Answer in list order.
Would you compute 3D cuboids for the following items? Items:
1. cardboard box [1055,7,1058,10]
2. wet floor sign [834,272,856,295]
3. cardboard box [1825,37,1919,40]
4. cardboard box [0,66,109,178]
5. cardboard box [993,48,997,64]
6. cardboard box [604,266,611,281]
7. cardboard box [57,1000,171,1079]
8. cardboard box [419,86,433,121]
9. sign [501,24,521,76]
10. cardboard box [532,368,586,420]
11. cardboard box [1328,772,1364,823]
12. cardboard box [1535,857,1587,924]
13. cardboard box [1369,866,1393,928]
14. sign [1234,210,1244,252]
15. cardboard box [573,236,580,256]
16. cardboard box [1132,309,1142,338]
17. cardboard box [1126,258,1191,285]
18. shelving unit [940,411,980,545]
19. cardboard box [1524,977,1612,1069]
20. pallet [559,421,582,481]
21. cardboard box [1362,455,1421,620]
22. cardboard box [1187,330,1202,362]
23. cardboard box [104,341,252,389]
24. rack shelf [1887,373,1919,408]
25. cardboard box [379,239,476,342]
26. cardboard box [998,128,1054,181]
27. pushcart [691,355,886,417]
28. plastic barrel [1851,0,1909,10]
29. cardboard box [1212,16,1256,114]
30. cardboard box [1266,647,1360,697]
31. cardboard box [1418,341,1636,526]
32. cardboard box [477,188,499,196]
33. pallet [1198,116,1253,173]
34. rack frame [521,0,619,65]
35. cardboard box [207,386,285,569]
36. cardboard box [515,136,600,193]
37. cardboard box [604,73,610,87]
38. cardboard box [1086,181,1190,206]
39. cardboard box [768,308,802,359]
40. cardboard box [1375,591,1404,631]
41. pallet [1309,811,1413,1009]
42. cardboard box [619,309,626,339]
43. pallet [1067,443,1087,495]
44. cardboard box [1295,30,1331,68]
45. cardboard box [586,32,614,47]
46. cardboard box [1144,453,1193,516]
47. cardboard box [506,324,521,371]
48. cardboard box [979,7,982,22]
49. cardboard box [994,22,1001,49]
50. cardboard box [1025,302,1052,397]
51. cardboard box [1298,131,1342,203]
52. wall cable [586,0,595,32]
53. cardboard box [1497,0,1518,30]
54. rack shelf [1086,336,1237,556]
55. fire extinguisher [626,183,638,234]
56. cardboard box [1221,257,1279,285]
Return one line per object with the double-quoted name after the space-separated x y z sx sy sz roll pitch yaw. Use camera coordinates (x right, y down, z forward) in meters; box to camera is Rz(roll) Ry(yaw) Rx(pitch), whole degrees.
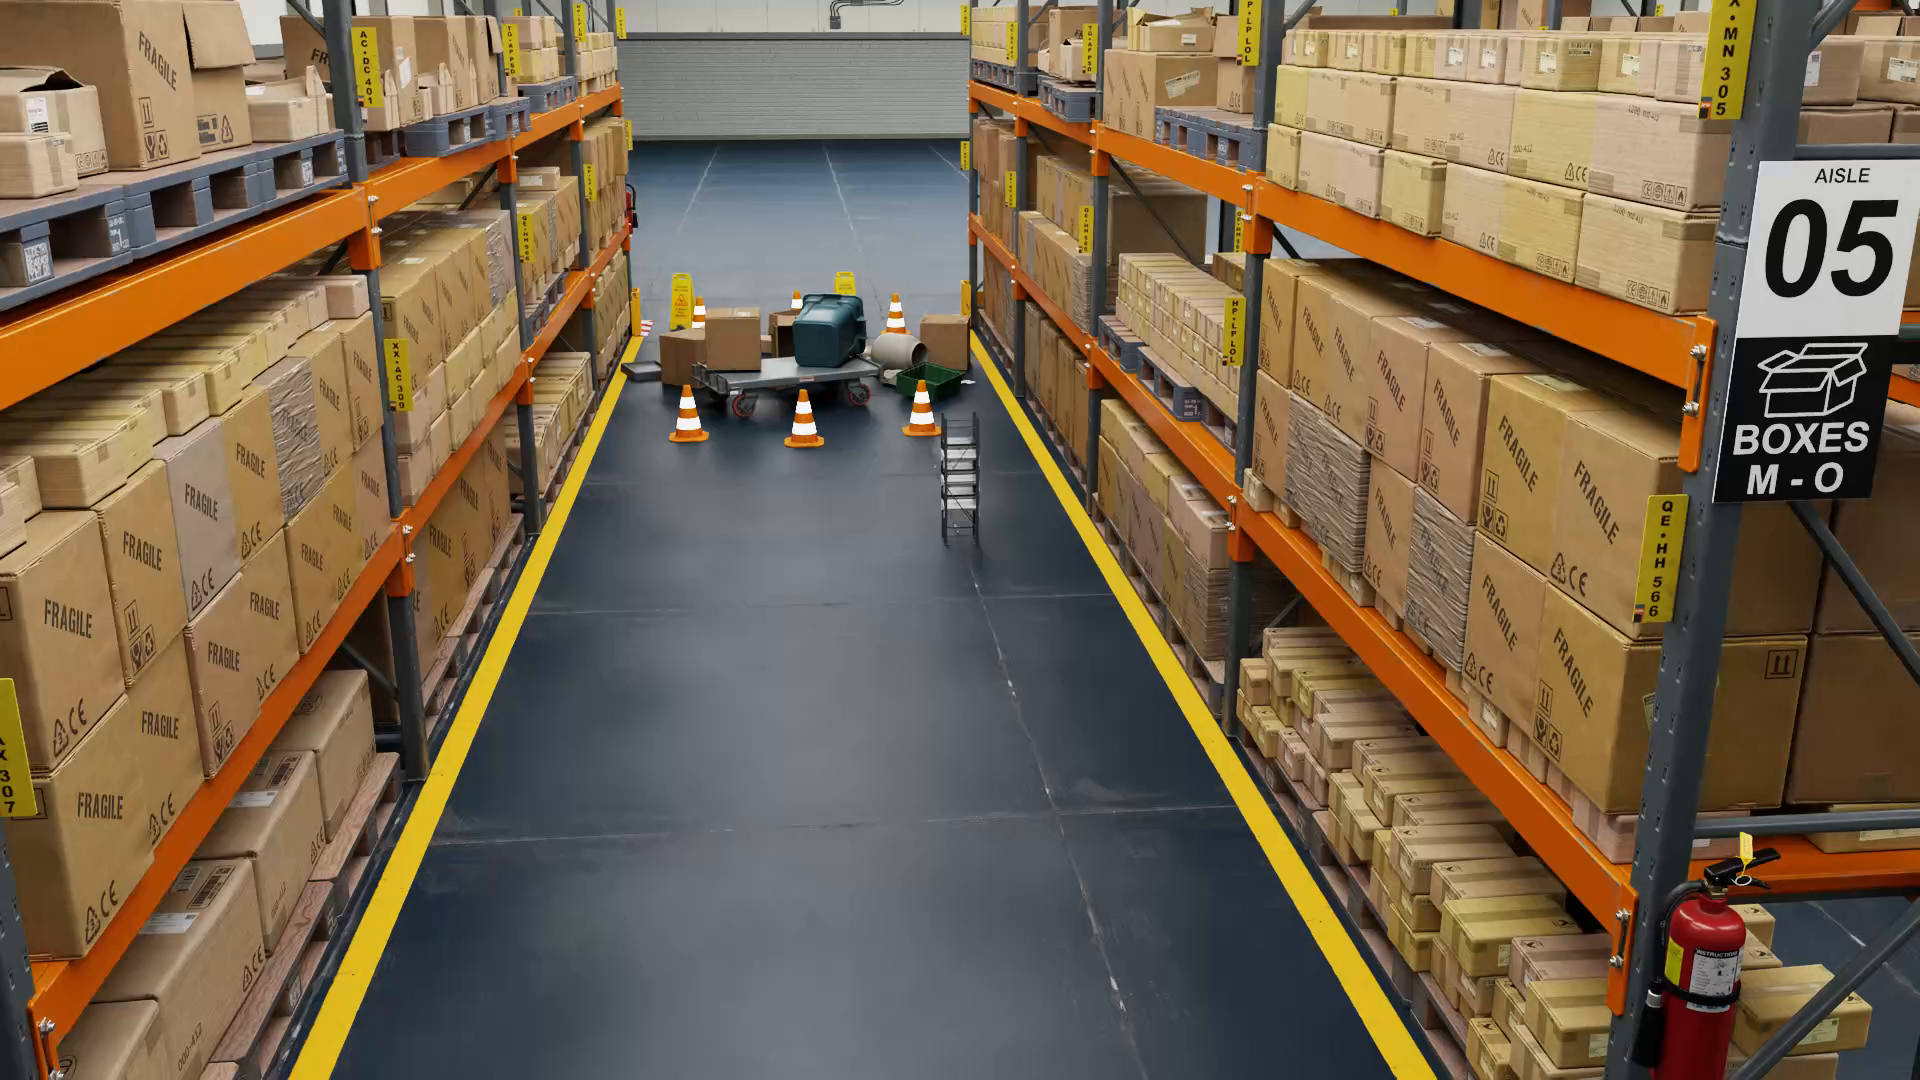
1.168 -5.348 16.915 0.380 0.149 0.250 -2 18 -6 "cardboard box"
-1.360 -2.851 19.683 0.267 0.644 0.232 -5 18 -15 "wet floor sign"
2.447 -1.229 4.325 0.380 0.149 0.250 -1 17 -3 "cardboard box"
-2.755 -1.161 4.642 0.500 0.311 0.500 -1 17 -5 "cardboard box"
0.536 -4.873 16.735 0.380 0.149 0.250 -2 18 -6 "cardboard box"
-3.719 -2.665 16.712 0.380 0.149 0.250 -1 17 -2 "cardboard box"
-2.818 1.751 4.668 0.875 0.438 0.875 -2 18 -8 "cardboard box"
-2.846 -2.177 8.284 0.380 0.166 0.250 -3 18 -9 "cardboard box"
-2.923 -3.191 10.831 0.100 0.325 0.005 -2 18 -6 "sign"
-3.754 -1.229 14.270 0.950 0.372 0.625 -1 17 -2 "cardboard box"
1.738 1.068 6.829 0.380 0.149 0.250 -2 18 -6 "cardboard box"
2.338 1.284 6.141 0.380 0.149 0.250 -3 18 -8 "cardboard box"
1.797 1.365 6.380 0.380 0.149 0.250 -1 17 -5 "cardboard box"
1.976 -2.178 11.806 0.100 0.325 0.005 -2 18 -6 "sign"
-3.561 -2.588 14.632 0.380 0.149 0.250 -2 17 -5 "cardboard box"
1.339 -1.424 10.925 0.380 0.149 0.250 -1 17 -3 "cardboard box"
1.323 -1.785 11.078 0.380 0.149 0.250 -2 18 -7 "cardboard box"
0.001 -0.427 11.535 0.258 0.900 0.210 -2 18 -6 "shelving unit"
1.956 1.466 5.066 0.380 0.149 0.250 -2 17 -5 "cardboard box"
-3.678 -0.726 13.637 1.003 0.211 1.213 -2 18 -6 "pallet"
1.809 -0.029 6.099 0.500 0.500 0.500 -1 17 -3 "cardboard box"
1.503 -1.098 9.389 0.380 0.149 0.250 -3 18 -8 "cardboard box"
-2.606 -0.566 5.552 0.380 0.149 0.250 -2 18 -6 "cardboard box"
6.588 -0.828 10.507 1.077 0.370 4.000 -2 18 -6 "rack shelf"
-3.012 -1.388 9.254 0.500 0.500 0.500 -2 18 -7 "cardboard box"
0.867 -4.016 17.409 0.875 0.550 0.500 -2 18 -6 "cardboard box"
-1.626 -1.487 15.783 1.648 0.377 0.936 -8 19 -25 "pushcart"
10.659 -5.999 19.352 0.600 0.830 0.708 -2 18 -6 "plastic barrel"
1.821 -2.597 9.060 0.797 0.503 0.637 -2 18 -6 "cardboard box"
1.649 0.617 7.770 0.380 0.149 0.250 -1 17 -3 "cardboard box"
1.853 -0.361 5.487 0.500 0.500 0.500 -1 17 -3 "cardboard box"
-4.036 -2.597 13.577 0.500 0.500 0.500 -2 18 -6 "cardboard box"
1.892 -1.981 8.284 1.213 0.211 1.003 -2 18 -6 "pallet"
-4.301 -6.707 18.016 1.000 3.000 0.127 -2 18 -6 "rack frame"
-2.590 -0.209 5.500 0.500 0.500 0.500 -2 18 -5 "cardboard box"
-3.718 -3.457 15.348 0.700 0.500 0.500 -2 18 -6 "cardboard box"
-3.934 -4.905 17.703 0.380 0.149 0.250 -1 17 -4 "cardboard box"
1.347 -2.453 12.647 0.700 0.500 0.500 -2 18 -6 "cardboard box"
-1.602 -2.208 17.870 0.637 0.503 0.797 16 24 42 "cardboard box"
1.812 0.232 6.351 0.380 0.149 0.250 -1 17 -4 "cardboard box"
2.083 1.442 6.733 1.003 0.211 1.213 -2 18 -6 "pallet"
-3.904 -2.346 18.030 0.500 0.250 0.500 -2 18 -5 "cardboard box"
1.431 -0.551 13.079 1.003 0.211 1.213 -2 18 -6 "pallet"
1.634 -2.064 6.986 0.380 0.149 0.250 -3 18 -8 "cardboard box"
-3.972 -5.444 18.091 0.380 0.149 0.250 -2 18 -5 "cardboard box"
1.413 -0.342 9.980 0.500 0.250 0.500 -3 18 -8 "cardboard box"
-3.165 -1.247 10.890 0.500 0.250 0.500 -2 18 -8 "cardboard box"
0.407 -5.632 17.820 0.380 0.149 0.250 -2 17 -5 "cardboard box"
0.617 -5.024 16.548 0.500 0.250 0.500 -2 18 -6 "cardboard box"
1.178 -1.780 15.395 1.050 0.750 0.750 -2 18 -6 "cardboard box"
1.696 -1.517 6.743 0.500 0.250 0.500 -2 18 -6 "cardboard box"
-12.145 -14.692 48.635 3.097 2.526 0.112 -2 18 -6 "wall cable"
5.968 -5.556 17.860 0.500 0.500 0.500 -2 18 -6 "cardboard box"
1.644 -0.705 10.115 1.077 0.370 4.000 -2 18 -6 "rack shelf"
-3.854 -3.856 19.080 0.296 0.674 0.183 -2 18 -6 "fire extinguisher"
1.967 -1.801 11.132 0.380 0.149 0.250 -2 18 -6 "cardboard box"
